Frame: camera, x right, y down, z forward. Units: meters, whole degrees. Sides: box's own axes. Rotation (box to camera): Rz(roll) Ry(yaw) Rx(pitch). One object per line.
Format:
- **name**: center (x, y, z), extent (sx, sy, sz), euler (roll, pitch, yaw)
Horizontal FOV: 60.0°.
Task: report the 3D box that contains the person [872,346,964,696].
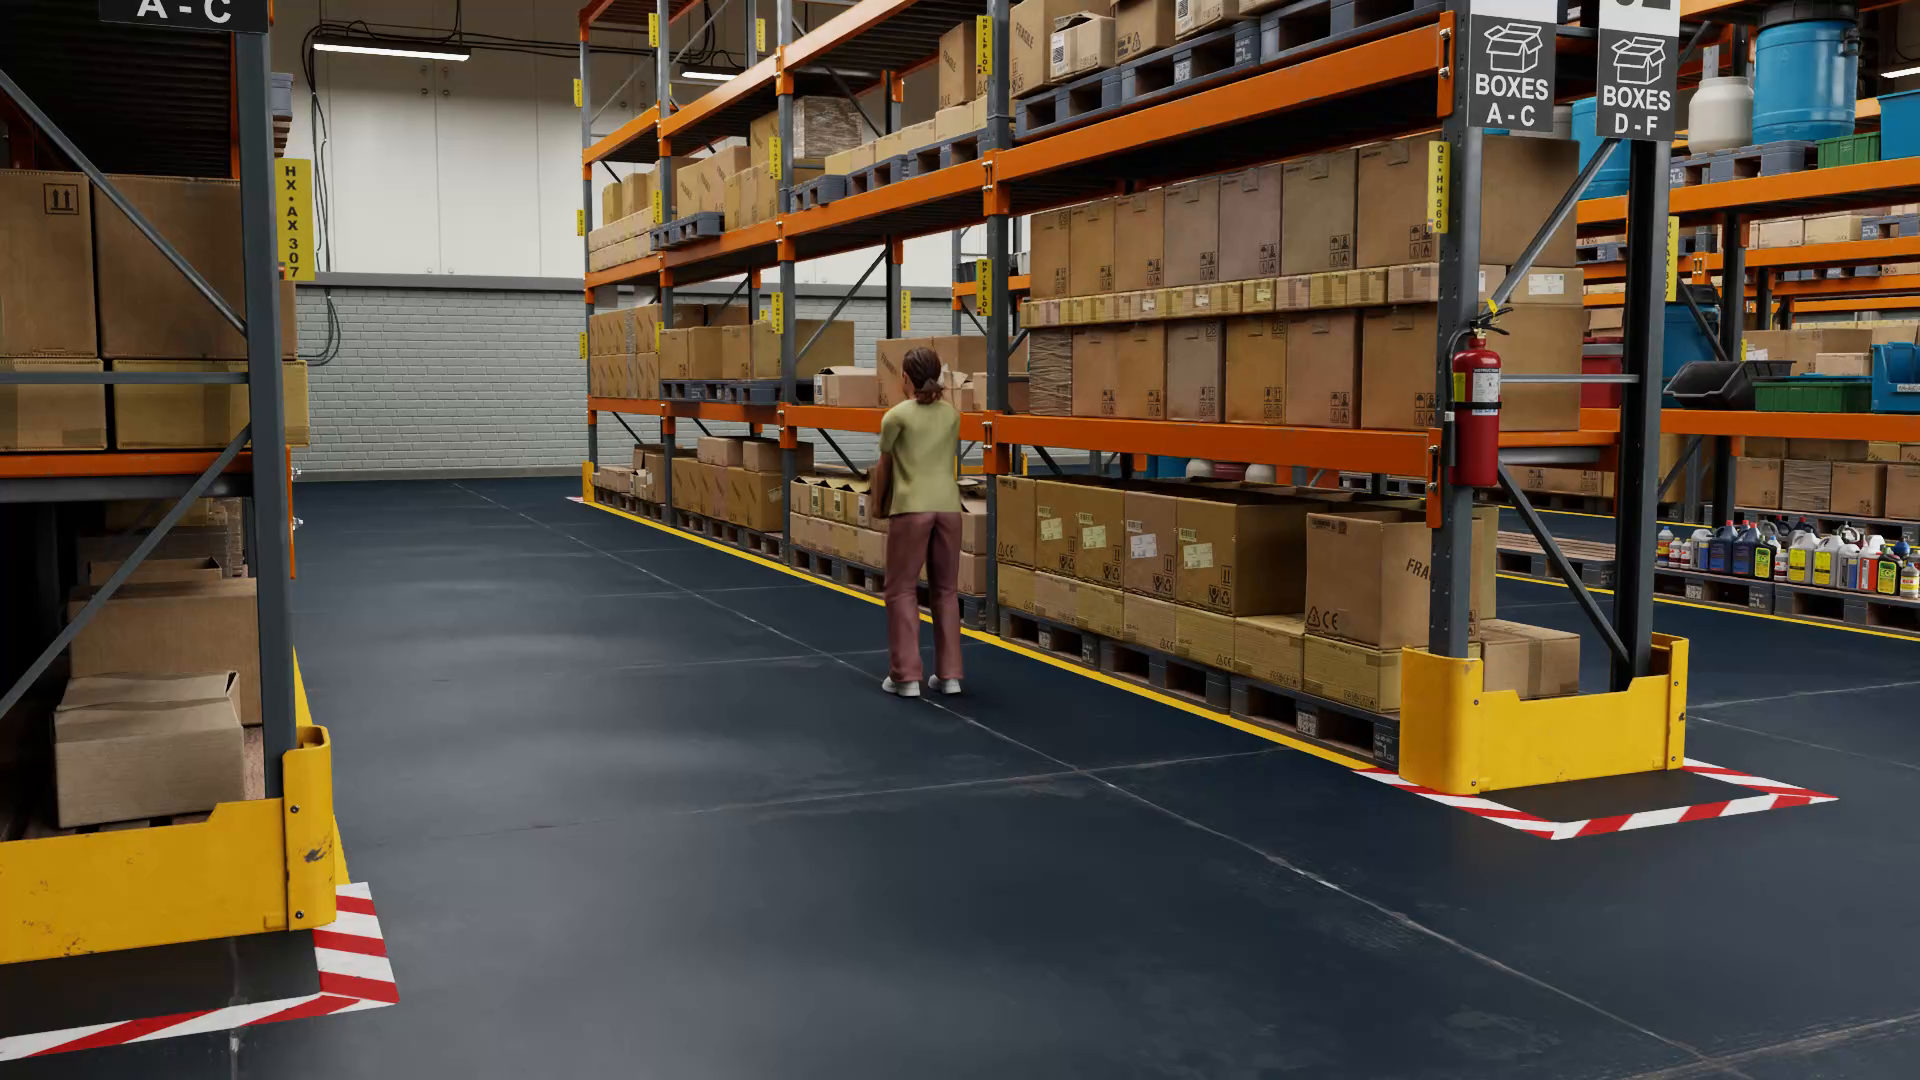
- **person**: center (-0.214, -0.096, 8.040), extent (0.408, 1.667, 0.501), euler (-2, 6, -24)
